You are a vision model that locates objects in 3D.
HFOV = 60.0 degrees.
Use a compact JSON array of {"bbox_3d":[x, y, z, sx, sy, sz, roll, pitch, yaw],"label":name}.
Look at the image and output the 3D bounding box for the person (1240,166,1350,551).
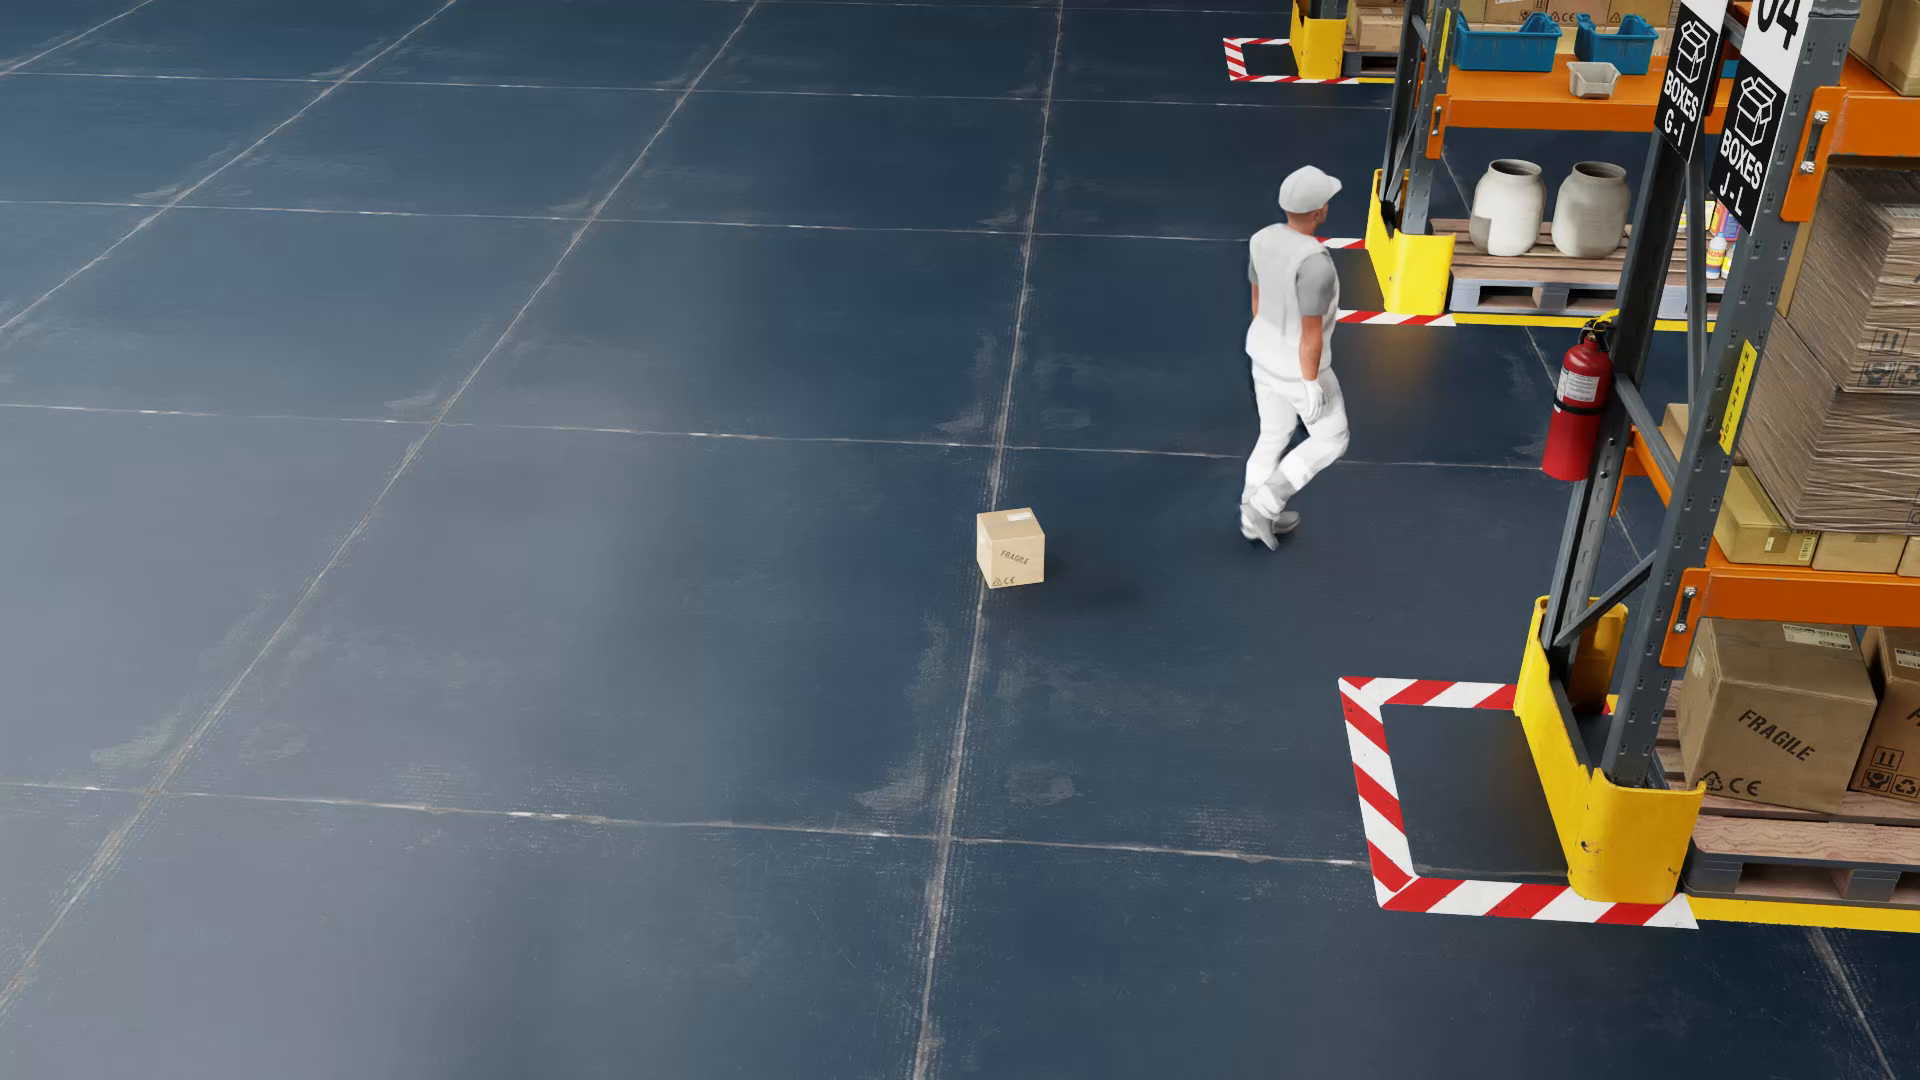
[{"bbox_3d":[1.457,-0.772,7.305,0.483,1.783,0.581,-14,34,-21],"label":"person"}]
